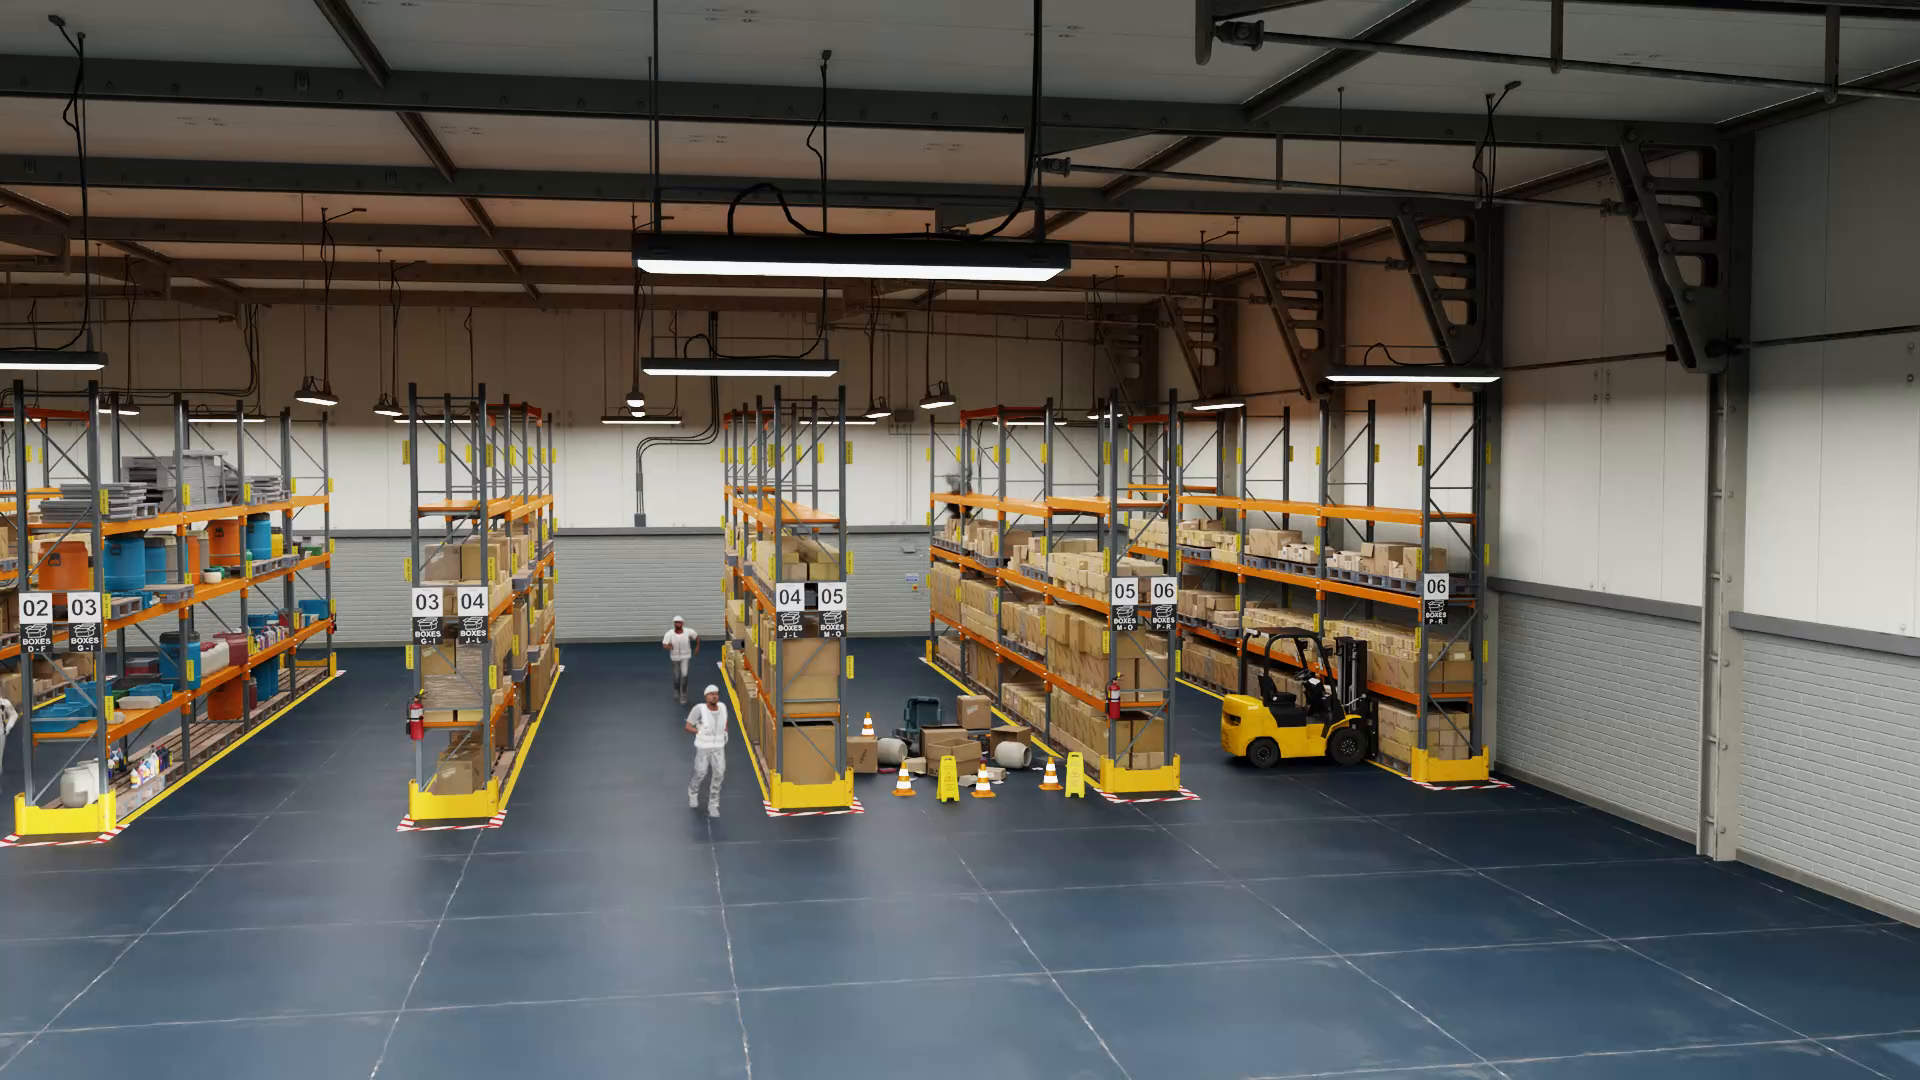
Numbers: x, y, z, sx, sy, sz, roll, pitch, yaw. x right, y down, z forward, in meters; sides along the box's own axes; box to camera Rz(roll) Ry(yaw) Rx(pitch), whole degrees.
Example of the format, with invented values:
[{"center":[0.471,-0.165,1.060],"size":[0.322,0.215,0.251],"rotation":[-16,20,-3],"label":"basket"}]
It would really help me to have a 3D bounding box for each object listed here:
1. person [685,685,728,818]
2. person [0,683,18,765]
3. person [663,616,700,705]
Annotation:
[{"center":[-3.524,2.937,23.336],"size":[0.706,1.827,0.820],"rotation":[-2,3,-31],"label":"person"},{"center":[-14.426,2.937,24.830],"size":[0.602,1.682,0.946],"rotation":[-1,3,-18],"label":"person"},{"center":[-5.636,2.421,33.603],"size":[0.710,1.800,0.894],"rotation":[0,3,-2],"label":"person"}]
